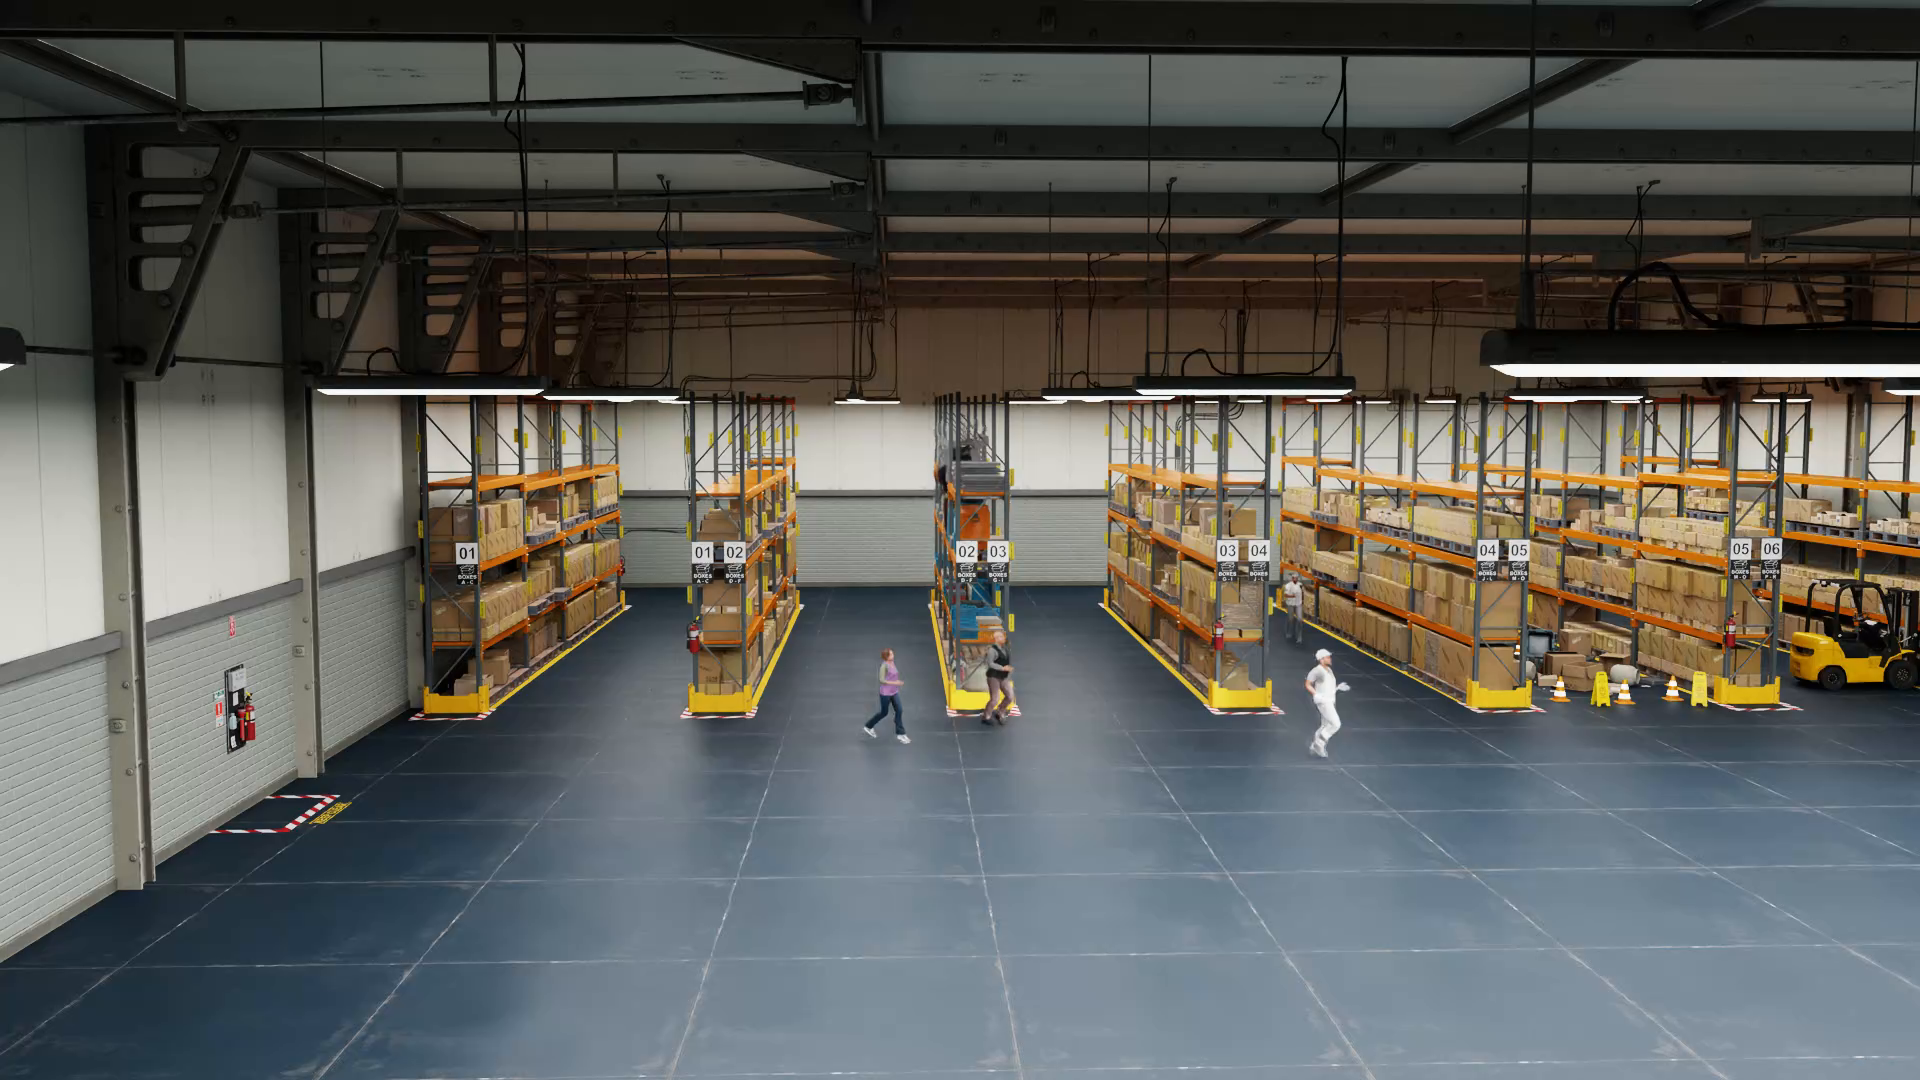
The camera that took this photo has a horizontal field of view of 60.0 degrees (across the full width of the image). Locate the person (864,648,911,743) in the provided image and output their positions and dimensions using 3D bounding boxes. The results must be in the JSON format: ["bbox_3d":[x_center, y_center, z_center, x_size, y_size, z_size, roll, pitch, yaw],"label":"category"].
[{"bbox_3d":[-1.239,2.647,28.390,0.860,1.614,0.550,2,5,27],"label":"person"}]

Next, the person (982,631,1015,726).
[{"bbox_3d":[0.718,2.498,29.776,0.688,1.741,0.681,3,6,36],"label":"person"}]

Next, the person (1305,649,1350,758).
[{"bbox_3d":[6.002,2.666,27.090,0.620,1.767,0.640,3,5,29],"label":"person"}]

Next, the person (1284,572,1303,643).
[{"bbox_3d":[8.167,1.626,40.666,0.517,1.741,0.828,0,5,-1],"label":"person"}]
